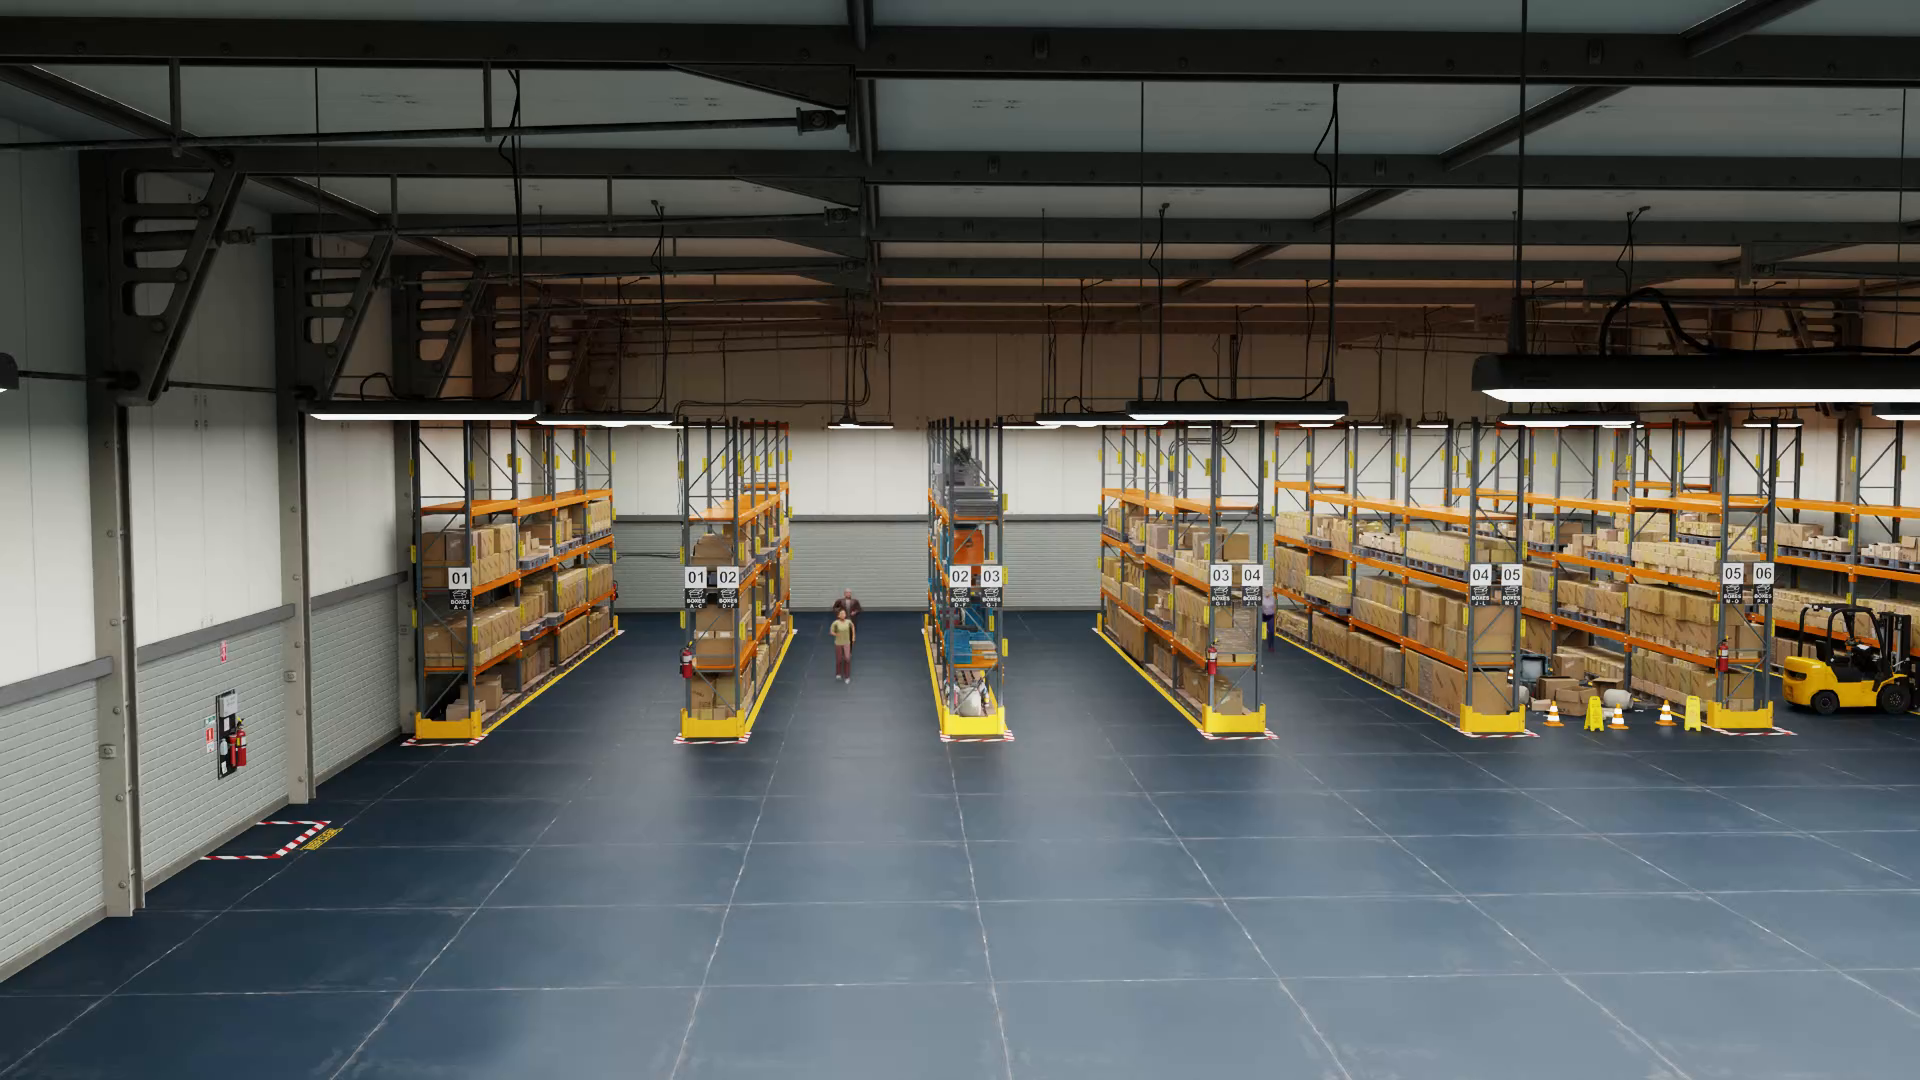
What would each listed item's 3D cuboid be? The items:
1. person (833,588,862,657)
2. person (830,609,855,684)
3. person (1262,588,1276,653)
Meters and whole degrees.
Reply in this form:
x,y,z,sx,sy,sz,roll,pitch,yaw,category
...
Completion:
x,y,z,sx,sy,sz,roll,pitch,yaw,category
-2.809,2.125,41.638,0.701,1.839,0.801,-1,4,-9,person
-2.682,2.425,37.948,0.594,1.743,0.729,-1,4,-11,person
7.987,2.071,43.343,0.610,1.649,0.920,-1,4,-8,person
